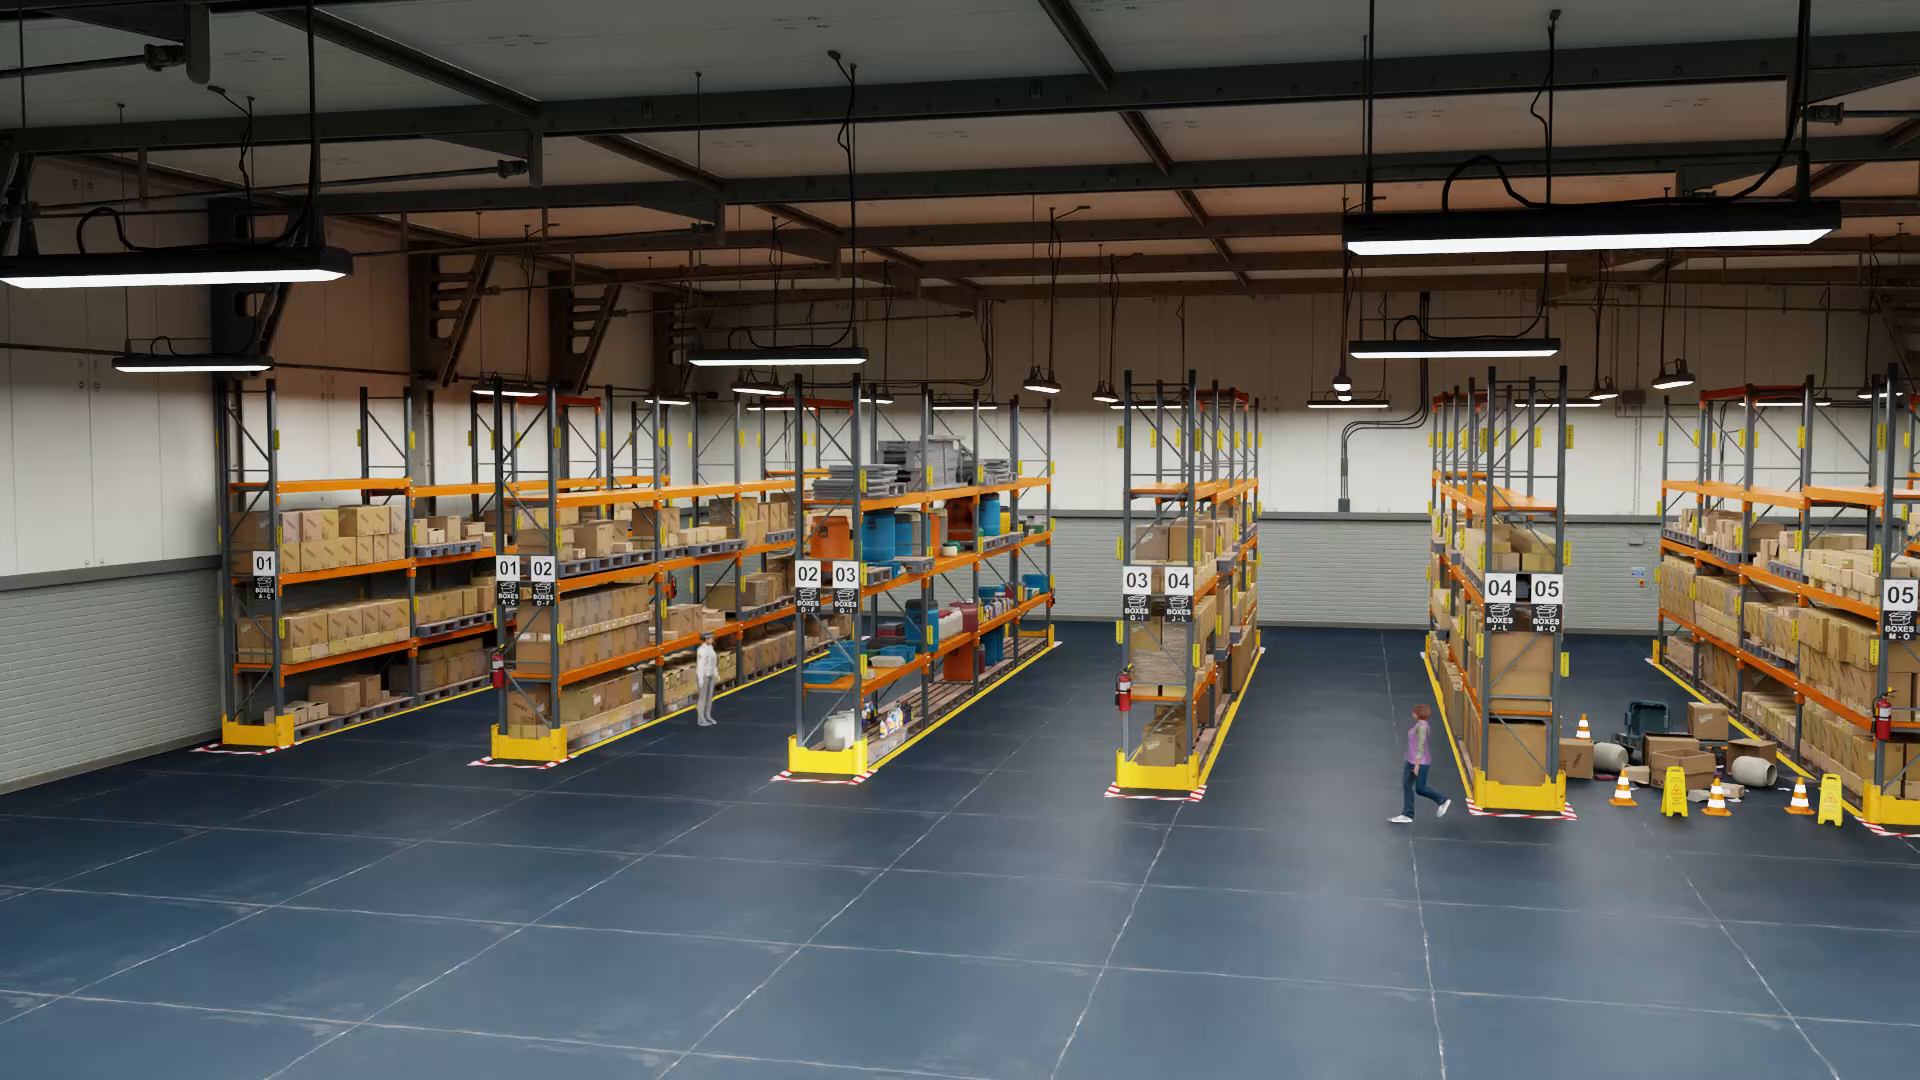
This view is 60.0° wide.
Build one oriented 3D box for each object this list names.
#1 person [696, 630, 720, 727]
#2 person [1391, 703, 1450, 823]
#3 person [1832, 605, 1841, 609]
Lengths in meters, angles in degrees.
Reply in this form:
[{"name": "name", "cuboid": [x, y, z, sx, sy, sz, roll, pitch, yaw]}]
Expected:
[{"name": "person", "cuboid": [-4.452, 2.417, 29.215, 0.367, 1.690, 0.518, 1, 4, 19]}, {"name": "person", "cuboid": [6.023, 2.905, 21.683, 0.721, 1.580, 0.403, -1, 4, -19]}, {"name": "person", "cuboid": [18.165, 2.076, 34.571, 0.623, 1.733, 0.653, -3, 5, -44]}]
